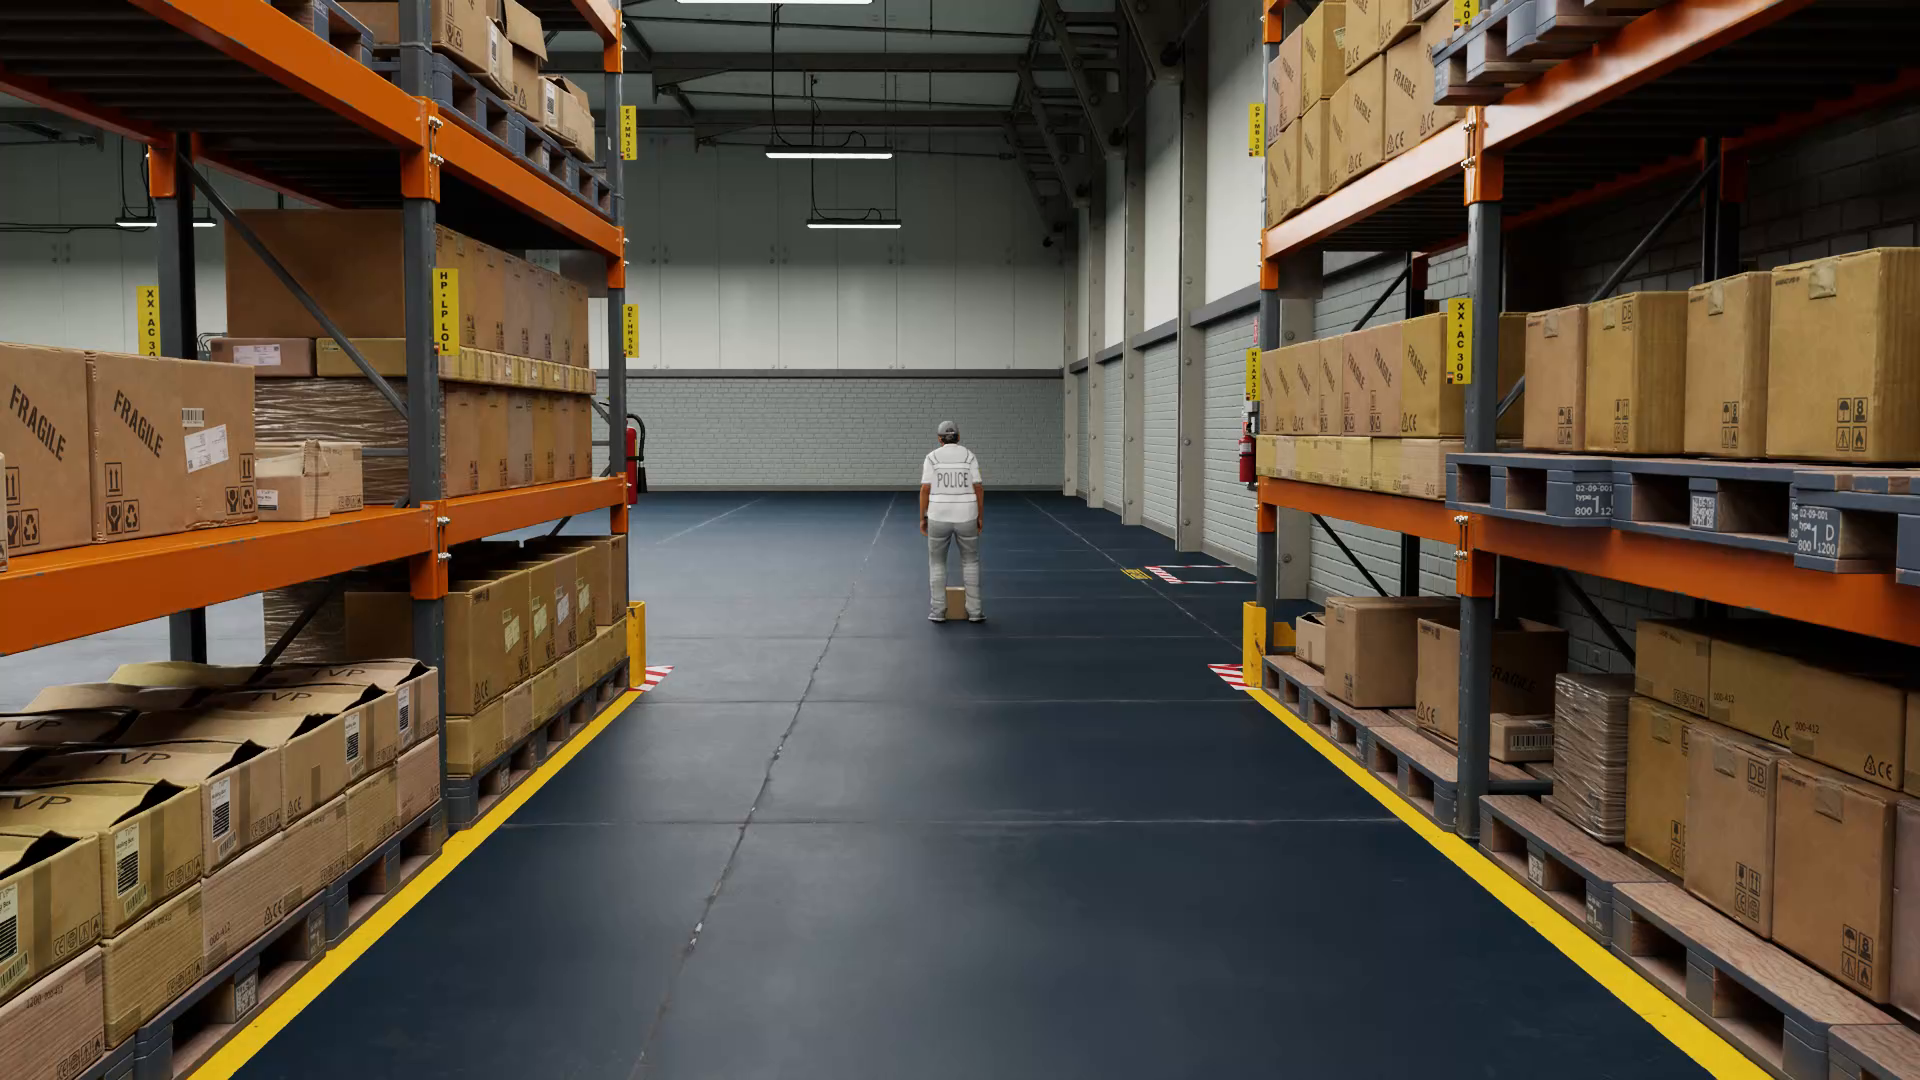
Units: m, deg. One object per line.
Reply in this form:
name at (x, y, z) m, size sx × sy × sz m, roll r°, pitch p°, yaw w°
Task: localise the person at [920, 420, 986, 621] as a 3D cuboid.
person at (-0.055, -0.158, 13.789) m, size 0.564 × 1.667 × 0.464 m, roll 0°, pitch 4°, yaw -4°
